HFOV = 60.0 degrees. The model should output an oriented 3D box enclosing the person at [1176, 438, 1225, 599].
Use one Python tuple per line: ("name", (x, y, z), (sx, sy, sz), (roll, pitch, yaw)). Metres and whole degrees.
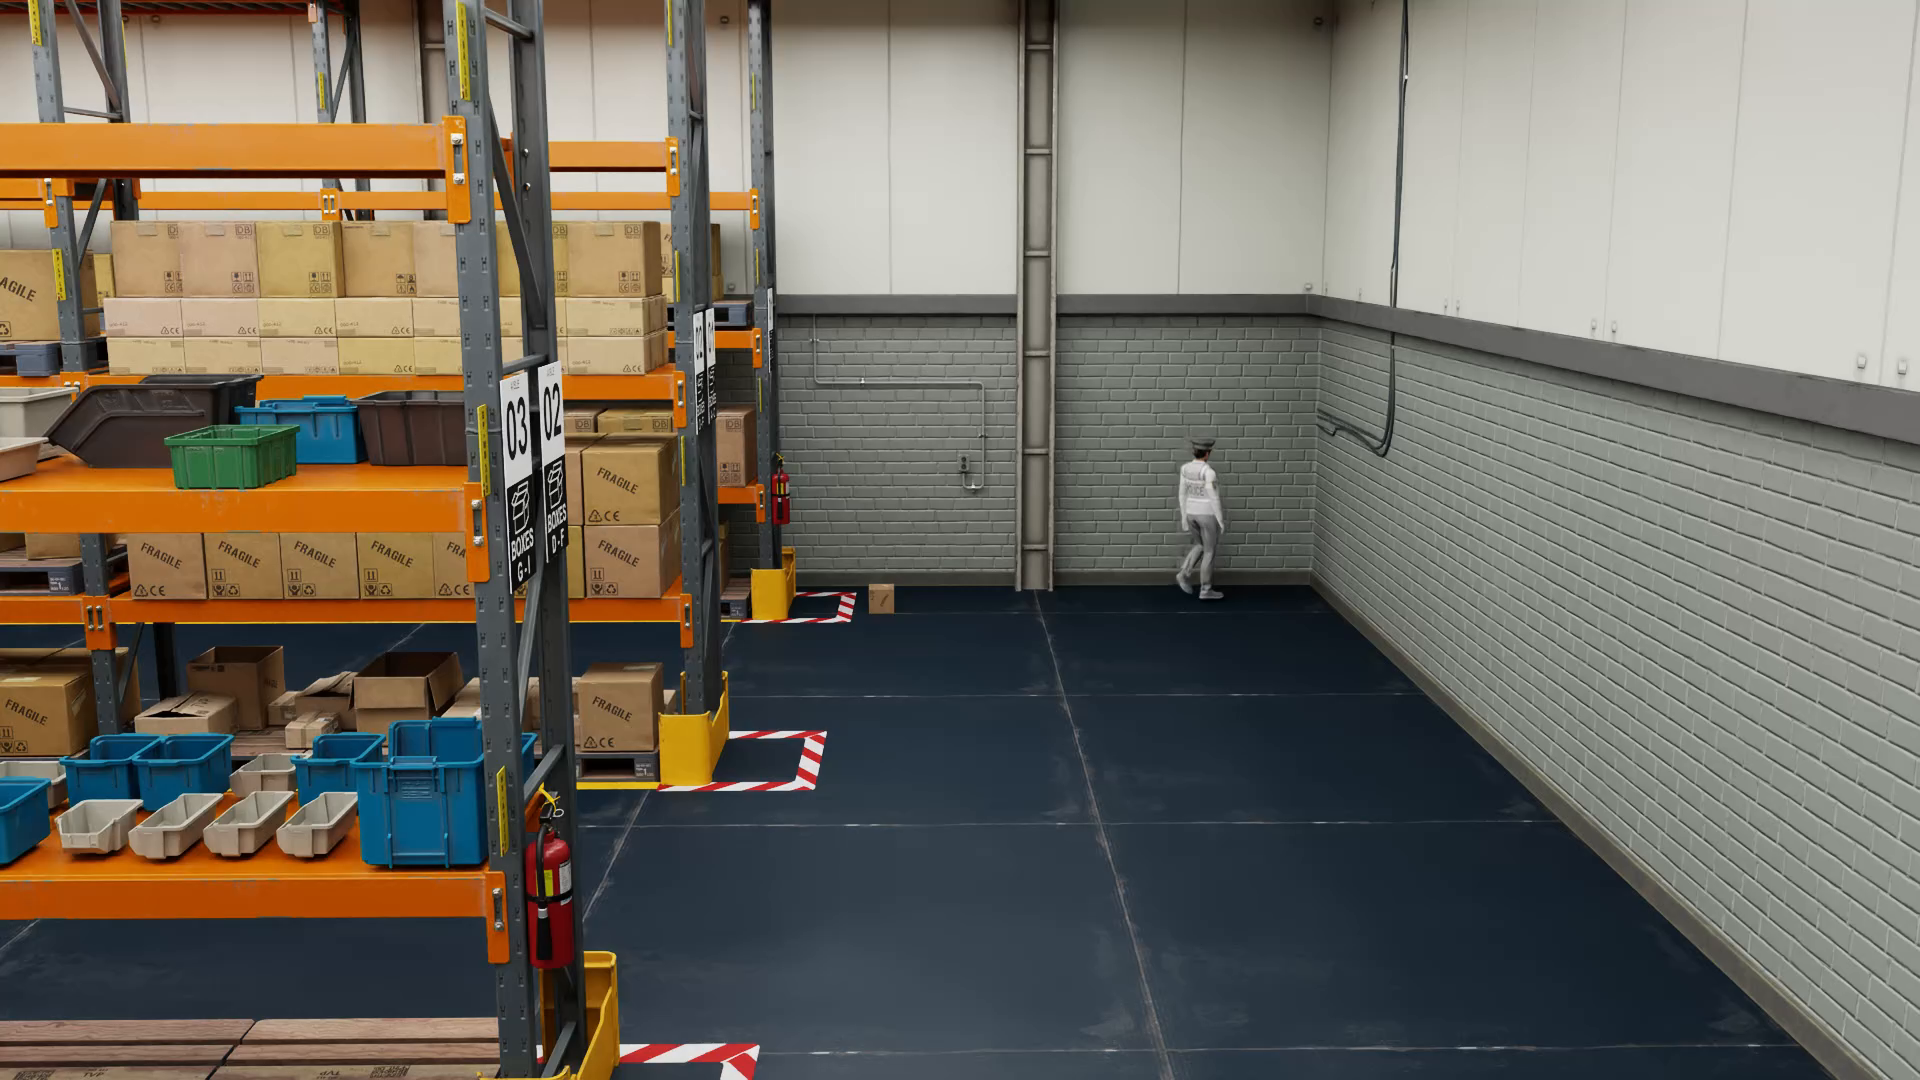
("person", (2.469, -0.221, 16.992), (0.449, 1.663, 0.500), (-7, 13, -34))
